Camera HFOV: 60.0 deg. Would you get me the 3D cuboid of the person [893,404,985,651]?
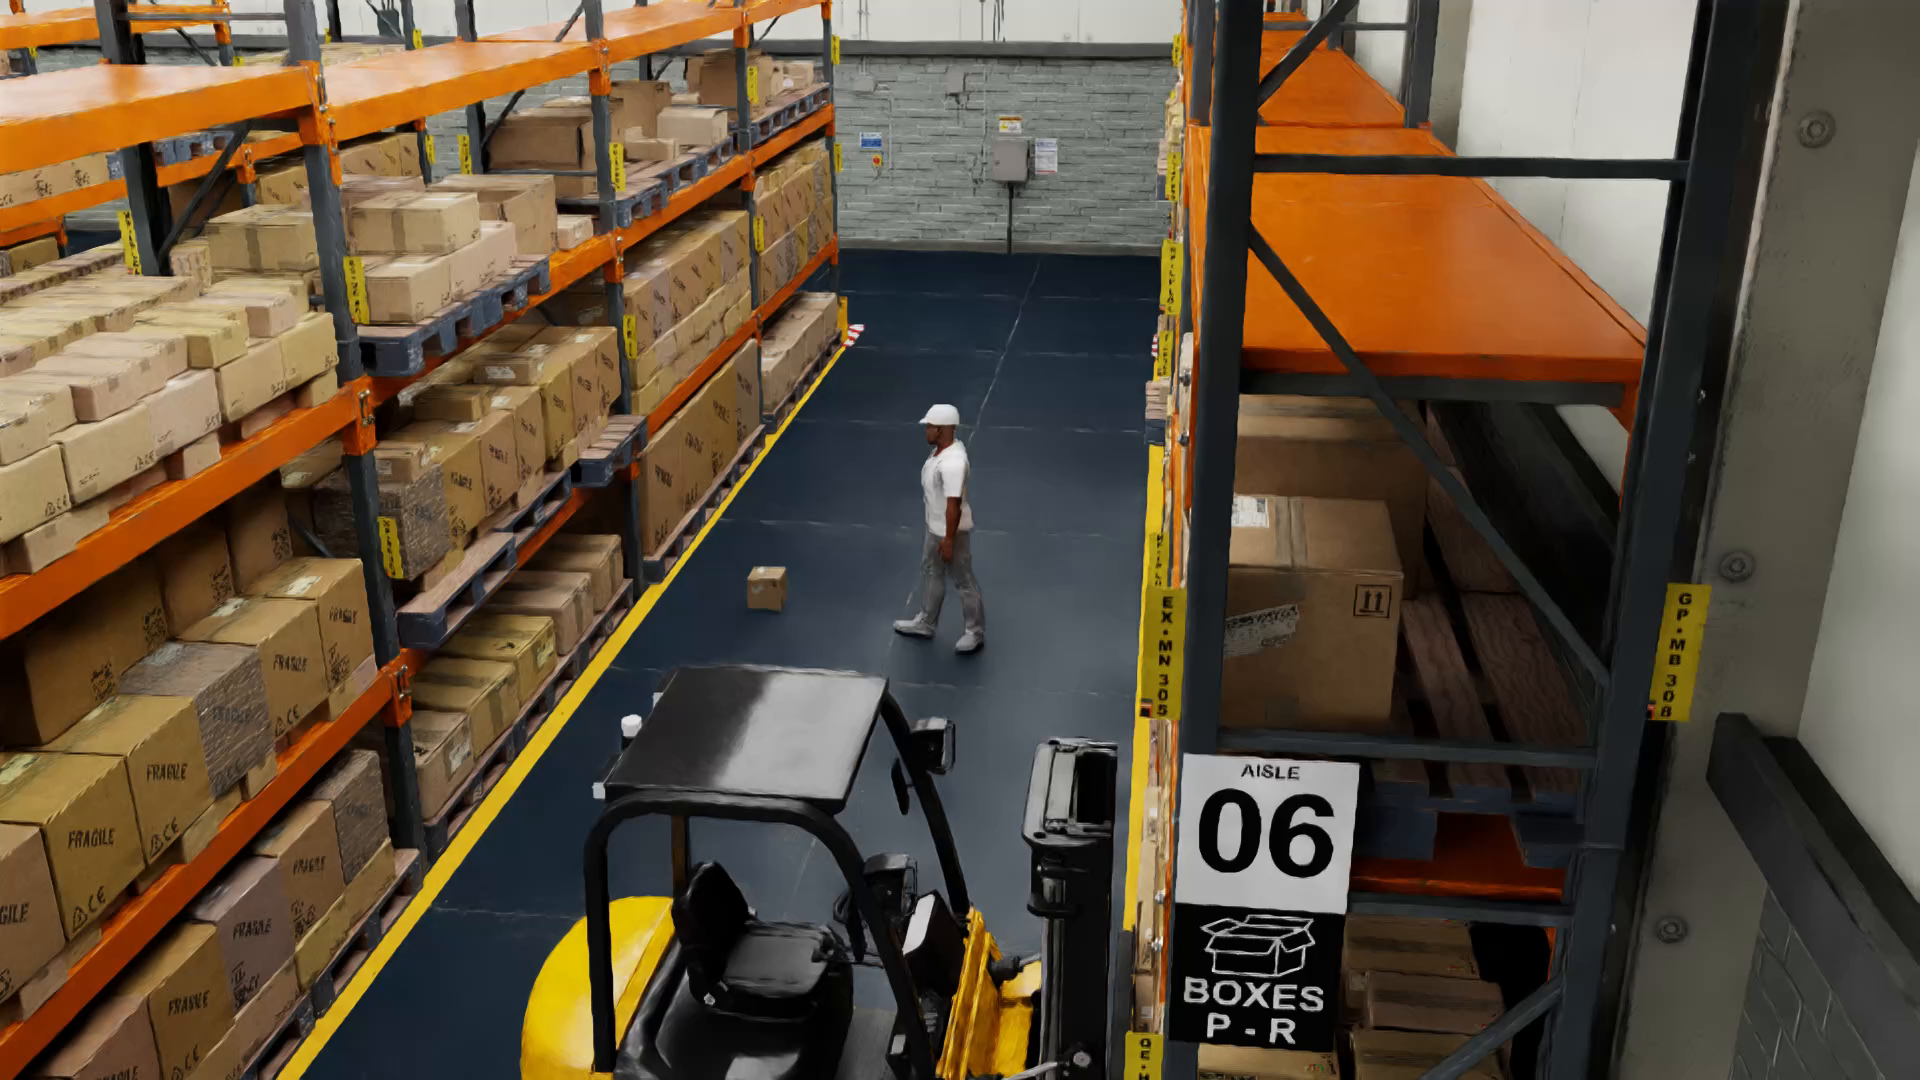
[{"bbox_3d":[-0.149,-0.111,11.743,0.632,1.766,0.709,-3,21,-9],"label":"person"}]
